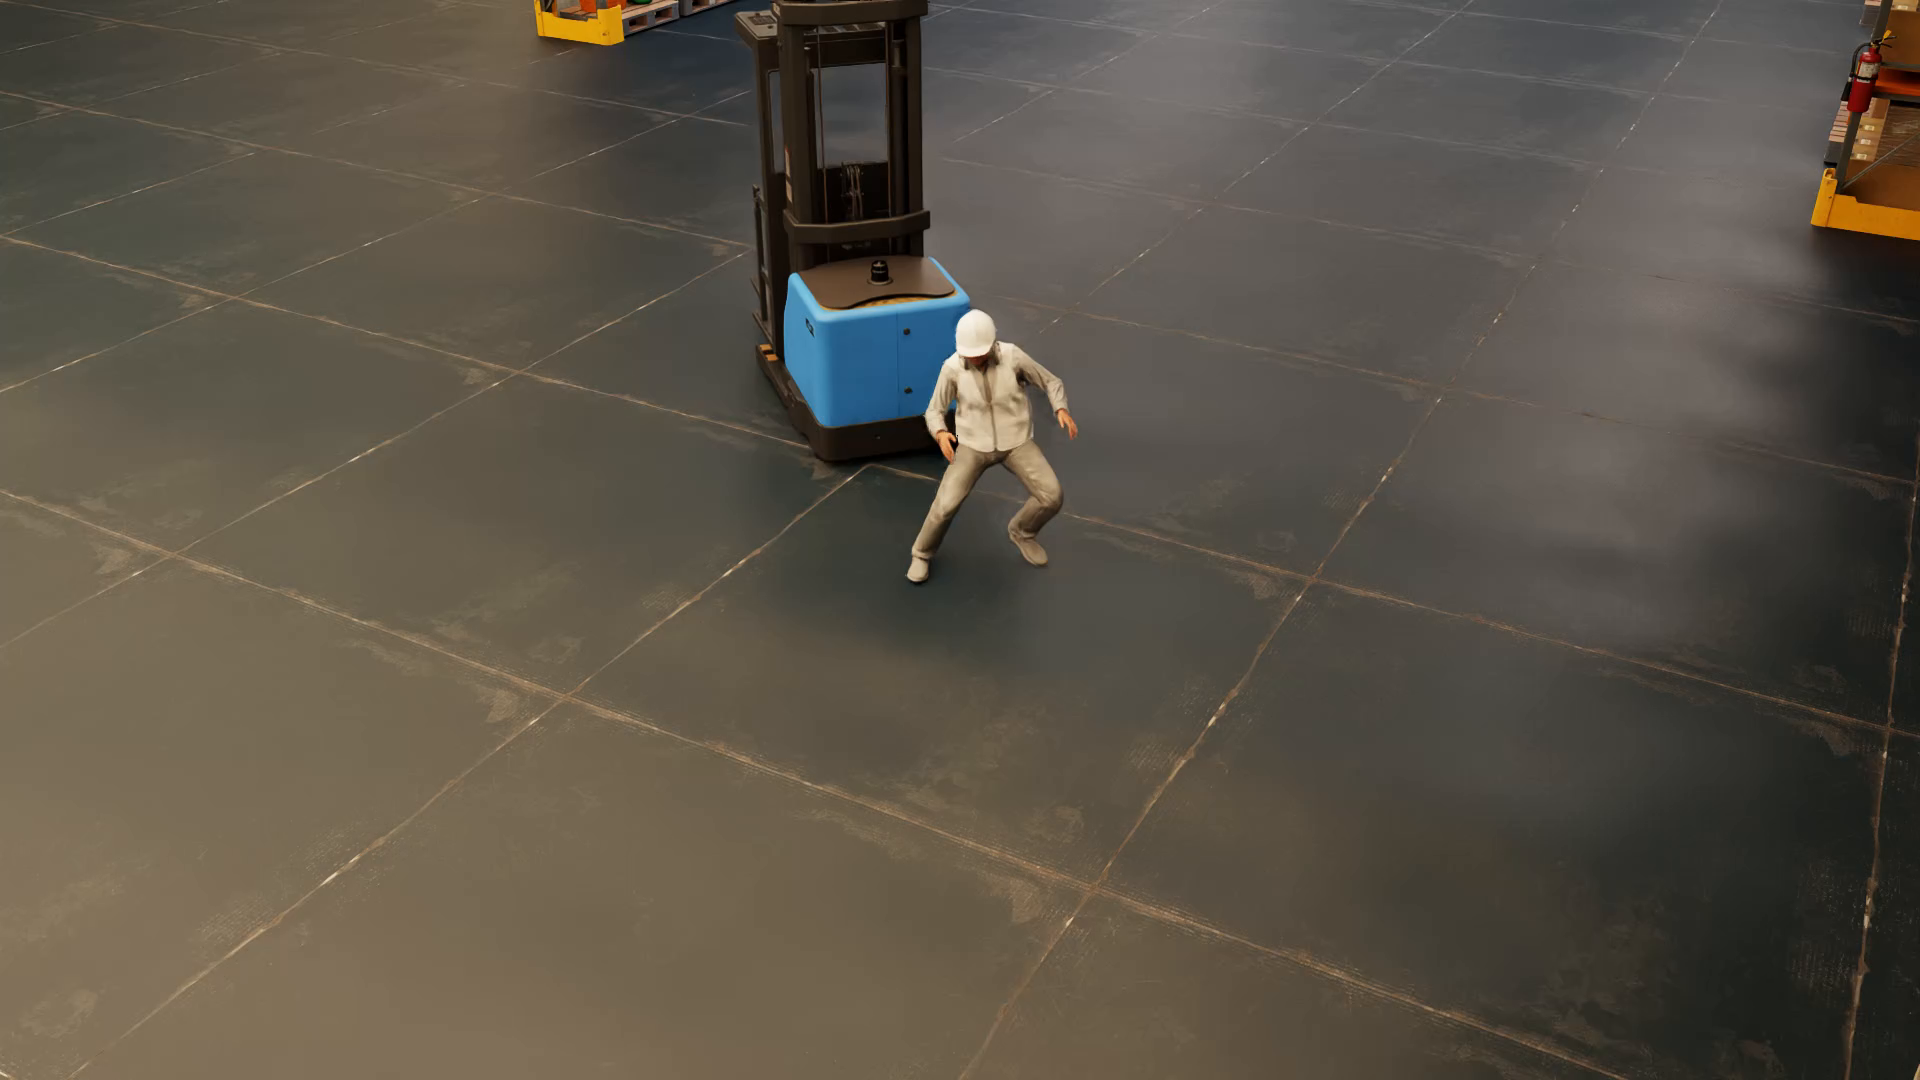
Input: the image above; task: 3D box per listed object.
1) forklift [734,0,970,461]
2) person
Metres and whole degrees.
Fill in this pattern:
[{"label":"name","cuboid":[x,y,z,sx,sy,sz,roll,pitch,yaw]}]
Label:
[{"label":"forklift","cuboid":[-0.864,-2.504,11.408,1.130,2.935,3.031,-9,31,-16]},{"label":"person","cuboid":[0.166,-0.520,9.340,0.953,1.568,0.782,0,30,-1]}]
